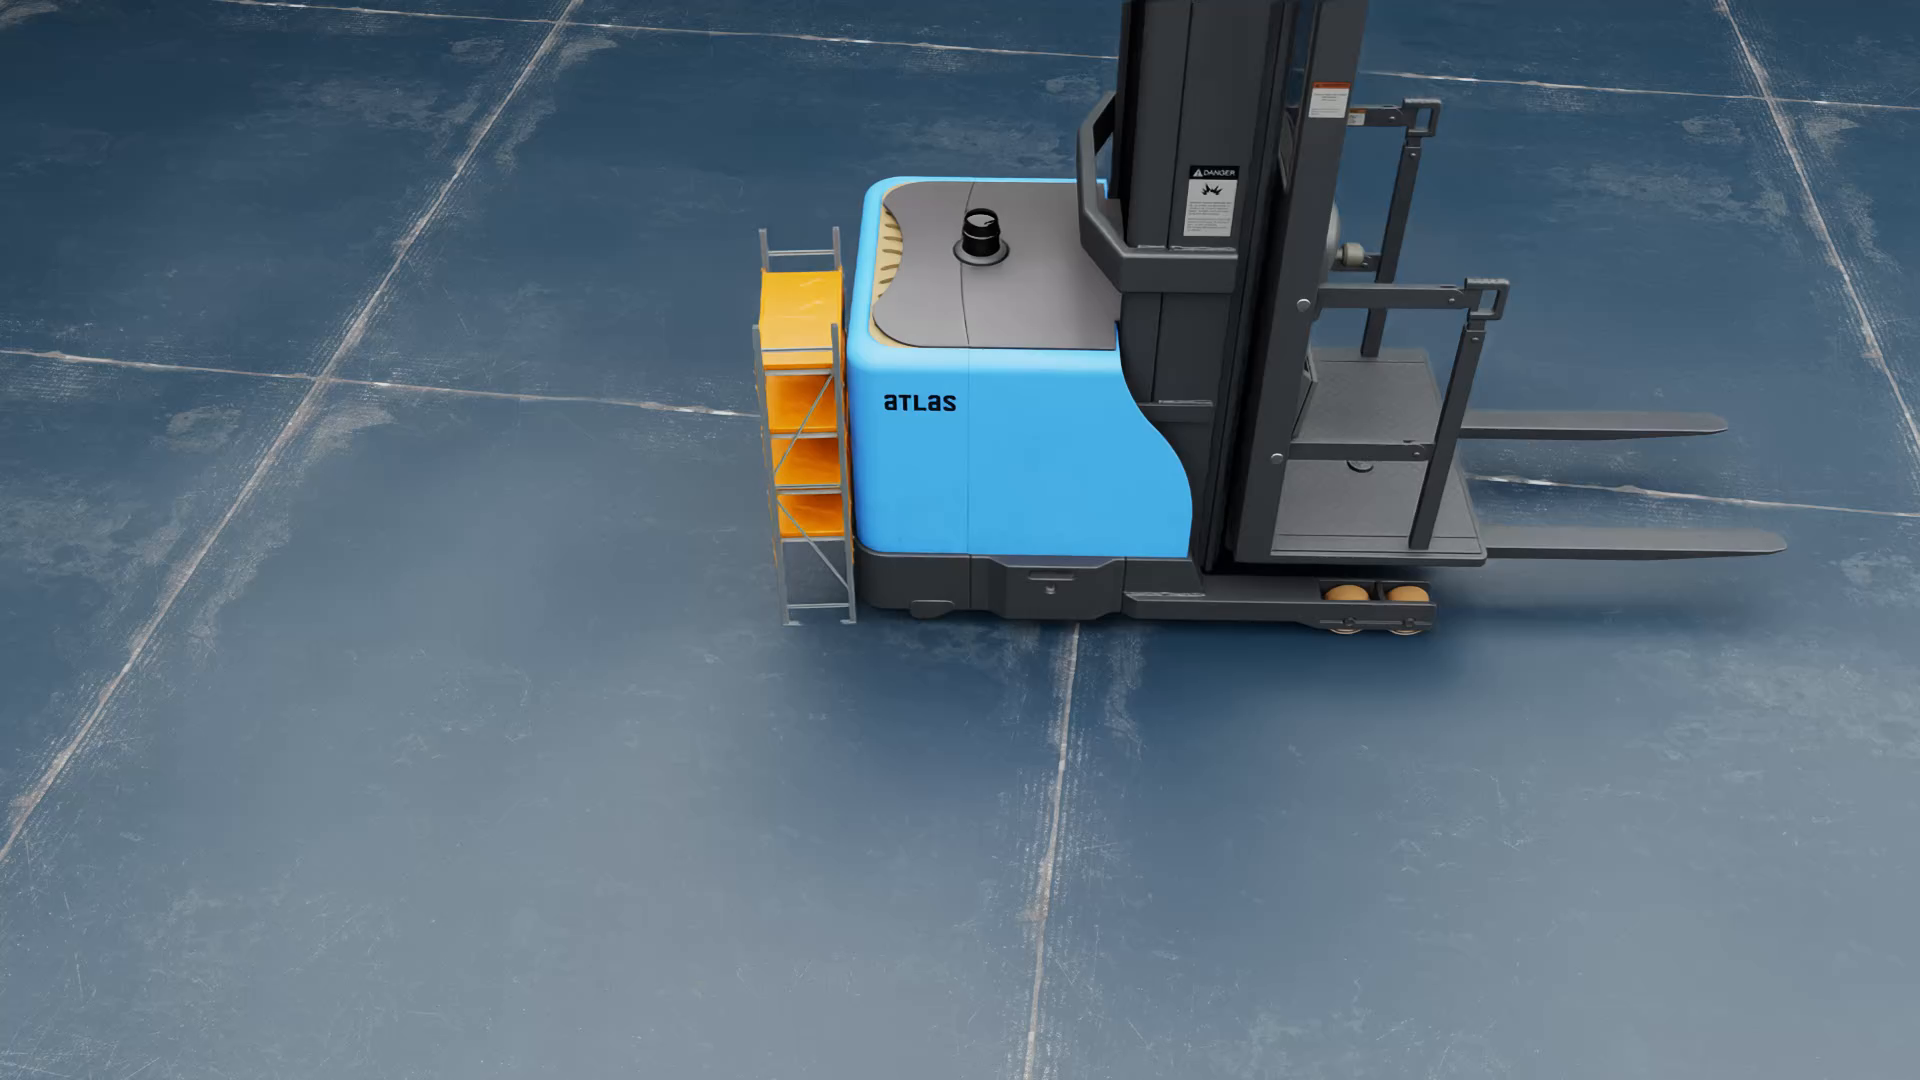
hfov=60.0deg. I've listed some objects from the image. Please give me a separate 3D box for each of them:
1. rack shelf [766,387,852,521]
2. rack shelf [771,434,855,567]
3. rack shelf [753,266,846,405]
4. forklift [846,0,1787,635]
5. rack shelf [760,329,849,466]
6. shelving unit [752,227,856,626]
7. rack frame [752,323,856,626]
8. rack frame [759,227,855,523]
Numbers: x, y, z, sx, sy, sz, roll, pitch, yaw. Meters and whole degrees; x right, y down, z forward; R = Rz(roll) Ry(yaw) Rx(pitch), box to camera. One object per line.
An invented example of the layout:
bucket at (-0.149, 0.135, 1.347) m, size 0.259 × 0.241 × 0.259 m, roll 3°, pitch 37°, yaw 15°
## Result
rack shelf at (-0.471, -0.280, 5.271) m, size 0.258 × 0.148 × 0.480 m, roll -2°, pitch 43°, yaw -2°
rack shelf at (-0.471, -0.136, 5.408) m, size 0.258 × 0.148 × 0.480 m, roll -2°, pitch 43°, yaw -2°
rack shelf at (-0.471, -0.615, 4.955) m, size 0.258 × 0.148 × 0.480 m, roll -2°, pitch 43°, yaw -2°
forklift at (1.181, -1.127, 4.809) m, size 3.031 × 2.935 × 1.130 m, roll 1°, pitch 43°, yaw 1°
rack shelf at (-0.471, -0.443, 5.118) m, size 0.258 × 0.148 × 0.480 m, roll -2°, pitch 43°, yaw -2°
shelving unit at (-0.471, -0.329, 5.225) m, size 0.258 × 1.200 × 0.503 m, roll -2°, pitch 43°, yaw -2°
rack frame at (-0.460, -0.162, 5.048) m, size 0.240 × 1.200 × 0.015 m, roll -2°, pitch 43°, yaw -2°
rack frame at (-0.482, -0.497, 5.402) m, size 0.240 × 1.200 × 0.015 m, roll -2°, pitch 43°, yaw -2°
